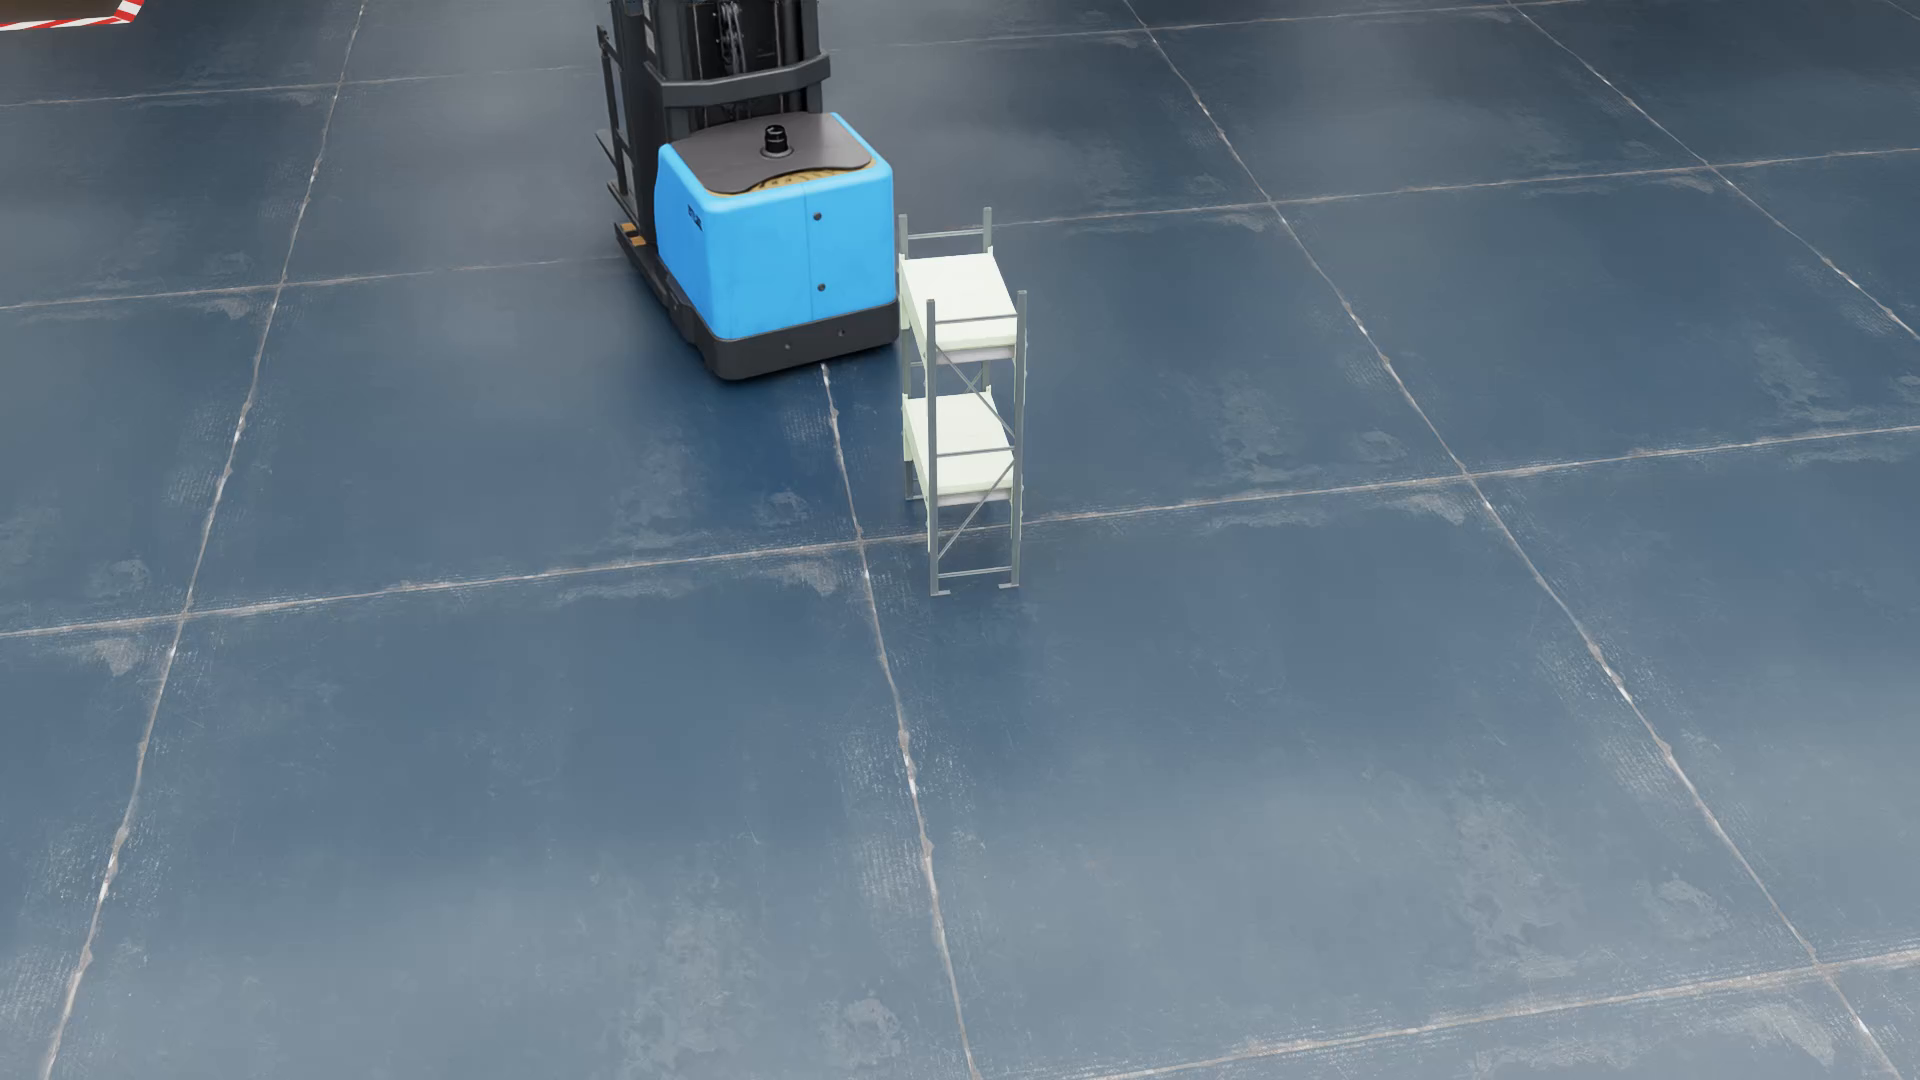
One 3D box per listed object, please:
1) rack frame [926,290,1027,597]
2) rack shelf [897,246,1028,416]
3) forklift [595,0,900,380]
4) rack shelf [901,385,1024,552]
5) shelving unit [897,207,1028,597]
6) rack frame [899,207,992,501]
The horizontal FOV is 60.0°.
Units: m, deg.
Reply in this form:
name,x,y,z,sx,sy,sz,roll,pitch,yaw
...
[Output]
name,x,y,z,sx,sy,sz,roll,pitch,yaw
rack frame,0.065,-0.367,7.000,0.400,1.500,0.023,-6,38,-8
rack shelf,0.001,-0.896,7.045,0.431,0.370,0.720,-6,38,-8
forklift,-1.416,-2.893,9.085,1.130,2.935,3.031,-16,41,-20
rack shelf,0.001,-0.331,7.485,0.431,0.370,0.720,-6,38,-8
shelving unit,0.001,-0.588,7.285,0.431,1.500,0.755,-6,38,-8
rack frame,-0.063,-0.809,7.569,0.400,1.500,0.023,-6,38,-8
